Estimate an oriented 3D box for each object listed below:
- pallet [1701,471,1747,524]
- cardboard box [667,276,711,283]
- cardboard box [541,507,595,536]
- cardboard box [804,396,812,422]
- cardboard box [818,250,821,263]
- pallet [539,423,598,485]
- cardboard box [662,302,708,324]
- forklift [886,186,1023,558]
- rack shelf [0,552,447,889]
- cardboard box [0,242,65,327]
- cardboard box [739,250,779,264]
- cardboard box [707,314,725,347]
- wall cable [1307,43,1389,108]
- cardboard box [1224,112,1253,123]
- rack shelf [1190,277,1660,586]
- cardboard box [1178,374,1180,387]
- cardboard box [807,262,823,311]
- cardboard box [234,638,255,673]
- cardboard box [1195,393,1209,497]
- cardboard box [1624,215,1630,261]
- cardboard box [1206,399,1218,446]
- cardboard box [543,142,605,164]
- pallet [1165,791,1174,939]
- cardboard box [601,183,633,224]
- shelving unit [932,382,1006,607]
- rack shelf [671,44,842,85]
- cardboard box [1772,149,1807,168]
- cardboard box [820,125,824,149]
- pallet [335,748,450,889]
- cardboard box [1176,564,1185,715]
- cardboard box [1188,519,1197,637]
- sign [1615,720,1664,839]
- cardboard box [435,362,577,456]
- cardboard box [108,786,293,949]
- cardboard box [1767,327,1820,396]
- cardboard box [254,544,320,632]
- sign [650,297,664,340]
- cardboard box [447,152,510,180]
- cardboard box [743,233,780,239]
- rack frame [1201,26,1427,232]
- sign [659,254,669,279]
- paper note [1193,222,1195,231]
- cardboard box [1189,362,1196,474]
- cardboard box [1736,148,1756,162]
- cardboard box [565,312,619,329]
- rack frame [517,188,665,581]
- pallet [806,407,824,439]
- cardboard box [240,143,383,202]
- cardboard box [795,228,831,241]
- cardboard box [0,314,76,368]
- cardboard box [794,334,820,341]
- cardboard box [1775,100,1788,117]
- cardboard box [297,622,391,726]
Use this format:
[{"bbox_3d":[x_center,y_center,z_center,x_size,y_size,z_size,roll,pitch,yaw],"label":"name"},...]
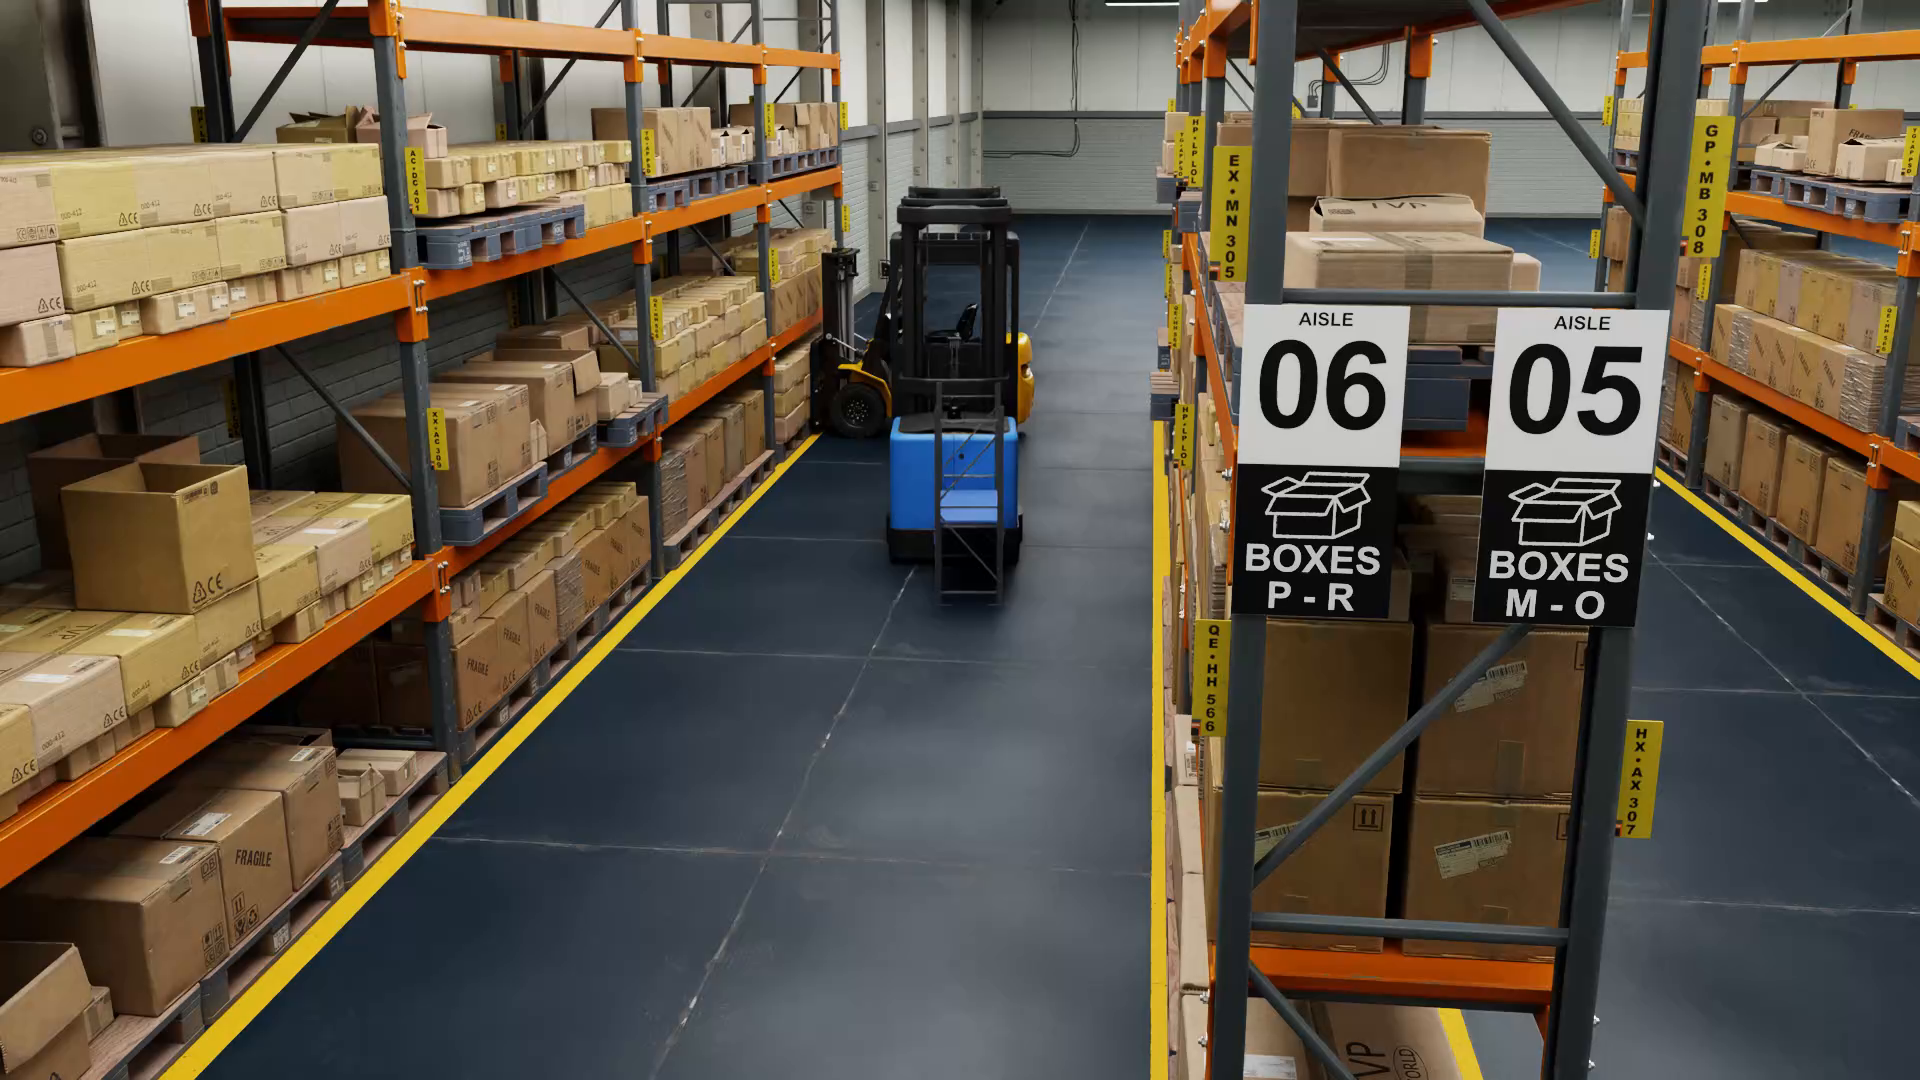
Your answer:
[{"bbox_3d":[7.475,-0.385,15.181,1.003,0.211,1.213,2,15,6],"label":"pallet"},{"bbox_3d":[-2.628,-2.475,16.134,0.380,0.149,0.250,1,15,5],"label":"cardboard box"},{"bbox_3d":[-2.779,-0.129,11.633,0.380,0.149,0.250,2,15,8],"label":"cardboard box"},{"bbox_3d":[-1.907,-1.455,18.260,0.500,0.250,0.500,2,15,7],"label":"cardboard box"},{"bbox_3d":[-1.797,-3.232,18.933,0.380,0.149,0.250,1,15,4],"label":"cardboard box"},{"bbox_3d":[-3.041,-0.564,10.868,1.003,0.211,1.213,2,15,6],"label":"pallet"},{"bbox_3d":[-2.363,-1.931,14.124,0.380,0.149,0.250,2,15,7],"label":"cardboard box"},{"bbox_3d":[-0.046,-1.594,14.441,1.130,2.935,3.031,0,15,0],"label":"forklift"},{"bbox_3d":[-3.504,0.743,7.047,1.077,0.370,4.000,2,15,6],"label":"rack shelf"},{"bbox_3d":[-3.371,-0.845,5.510,0.500,0.250,0.500,2,15,7],"label":"cardboard box"},{"bbox_3d":[-2.085,-2.914,17.188,0.380,0.149,0.250,1,15,5],"label":"cardboard box"},{"bbox_3d":[-2.367,-1.836,14.535,0.500,0.250,0.500,2,15,7],"label":"cardboard box"},{"bbox_3d":[11.565,-15.842,48.993,2.305,6.003,0.169,2,15,6],"label":"wall cable"},{"bbox_3d":[2.618,-3.719,14.946,0.500,0.250,0.500,2,15,8],"label":"cardboard box"},{"bbox_3d":[1.429,-0.560,6.119,1.077,0.370,4.000,2,15,6],"label":"rack shelf"},{"bbox_3d":[1.867,-1.261,12.754,0.380,0.149,0.250,2,15,7],"label":"cardboard box"},{"bbox_3d":[-1.844,-2.881,18.880,0.500,0.500,0.500,1,15,5],"label":"cardboard box"},{"bbox_3d":[-3.255,0.488,7.093,0.380,0.149,0.250,2,15,6],"label":"cardboard box"},{"bbox_3d":[1.360,-0.393,7.761,0.500,0.500,0.500,2,15,7],"label":"cardboard box"},{"bbox_3d":[7.888,-3.324,18.353,0.875,0.550,0.550,2,15,6],"label":"cardboard box"},{"bbox_3d":[1.213,-0.483,6.851,0.380,0.149,0.250,1,15,5],"label":"cardboard box"},{"bbox_3d":[-2.706,-2.709,11.643,0.380,0.149,0.250,1,15,4],"label":"cardboard box"},{"bbox_3d":[1.491,1.563,7.978,1.003,0.211,1.213,2,15,6],"label":"pallet"},{"bbox_3d":[-2.643,-2.396,11.818,0.500,0.250,0.500,1,15,4],"label":"cardboard box"},{"bbox_3d":[0.066,-0.367,12.646,0.538,1.500,1.048,0,15,0],"label":"shelving unit"},{"bbox_3d":[-2.150,-5.073,17.827,1.077,0.370,4.000,2,15,6],"label":"rack shelf"},{"bbox_3d":[7.123,-3.249,14.171,0.250,0.149,0.380,2,15,6],"label":"cardboard box"},{"bbox_3d":[-1.744,-4.580,18.869,0.396,0.266,0.258,2,15,6],"label":"cardboard box"},{"bbox_3d":[-3.356,1.401,8.577,1.003,0.211,1.213,2,15,6],"label":"pallet"},{"bbox_3d":[1.645,0.682,9.161,0.875,0.875,0.875,2,15,8],"label":"cardboard box"},{"bbox_3d":[1.281,0.218,7.418,0.500,0.500,0.500,2,15,7],"label":"cardboard box"},{"bbox_3d":[1.754,0.621,4.309,0.100,0.325,0.005,2,15,6],"label":"sign"},{"bbox_3d":[-2.854,-0.831,10.493,0.700,0.500,0.500,2,15,6],"label":"cardboard box"},{"bbox_3d":[-3.272,1.407,7.195,0.500,0.500,0.500,2,15,7],"label":"cardboard box"},{"bbox_3d":[6.987,-1.461,13.627,0.500,0.500,0.500,2,15,7],"label":"cardboard box"},{"bbox_3d":[-3.204,0.204,7.378,0.500,0.250,0.500,2,15,6],"label":"cardboard box"},{"bbox_3d":[-2.286,-1.668,12.518,0.100,0.325,0.005,2,15,6],"label":"sign"},{"bbox_3d":[-2.776,-2.113,9.397,0.380,0.149,0.250,1,15,5],"label":"cardboard box"},{"bbox_3d":[-2.296,-3.460,19.209,0.380,0.149,0.250,2,15,7],"label":"cardboard box"},{"bbox_3d":[1.654,-2.874,7.552,1.000,3.000,0.127,2,15,6],"label":"rack frame"},{"bbox_3d":[-2.927,-2.670,16.481,0.100,0.325,0.005,2,15,6],"label":"sign"},{"bbox_3d":[0.862,-1.155,6.129,0.006,0.032,0.123,2,15,6],"label":"paper note"},{"bbox_3d":[1.455,-0.632,8.647,0.500,0.500,0.500,2,15,8],"label":"cardboard box"},{"bbox_3d":[7.210,-3.615,15.523,0.380,0.149,0.250,2,15,6],"label":"cardboard box"},{"bbox_3d":[-2.983,-1.749,13.450,0.380,0.149,0.250,2,15,6],"label":"cardboard box"},{"bbox_3d":[-2.827,-1.161,12.708,1.000,3.000,0.127,2,15,6],"label":"rack frame"},{"bbox_3d":[-2.109,-1.375,18.841,1.003,0.211,1.213,2,15,6],"label":"pallet"},{"bbox_3d":[-3.096,-1.746,7.885,0.500,0.250,0.500,2,15,6],"label":"cardboard box"},{"bbox_3d":[-1.755,-3.642,19.879,0.380,0.149,0.250,2,15,6],"label":"cardboard box"},{"bbox_3d":[-3.282,-0.685,5.683,0.380,0.149,0.250,2,15,7],"label":"cardboard box"},{"bbox_3d":[-1.765,-2.201,19.104,0.500,0.250,0.500,2,15,7],"label":"cardboard box"},{"bbox_3d":[7.893,-4.047,15.592,0.380,0.149,0.250,2,15,6],"label":"cardboard box"},{"bbox_3d":[-3.516,0.745,9.646,0.500,0.500,0.500,2,15,6],"label":"cardboard box"}]
